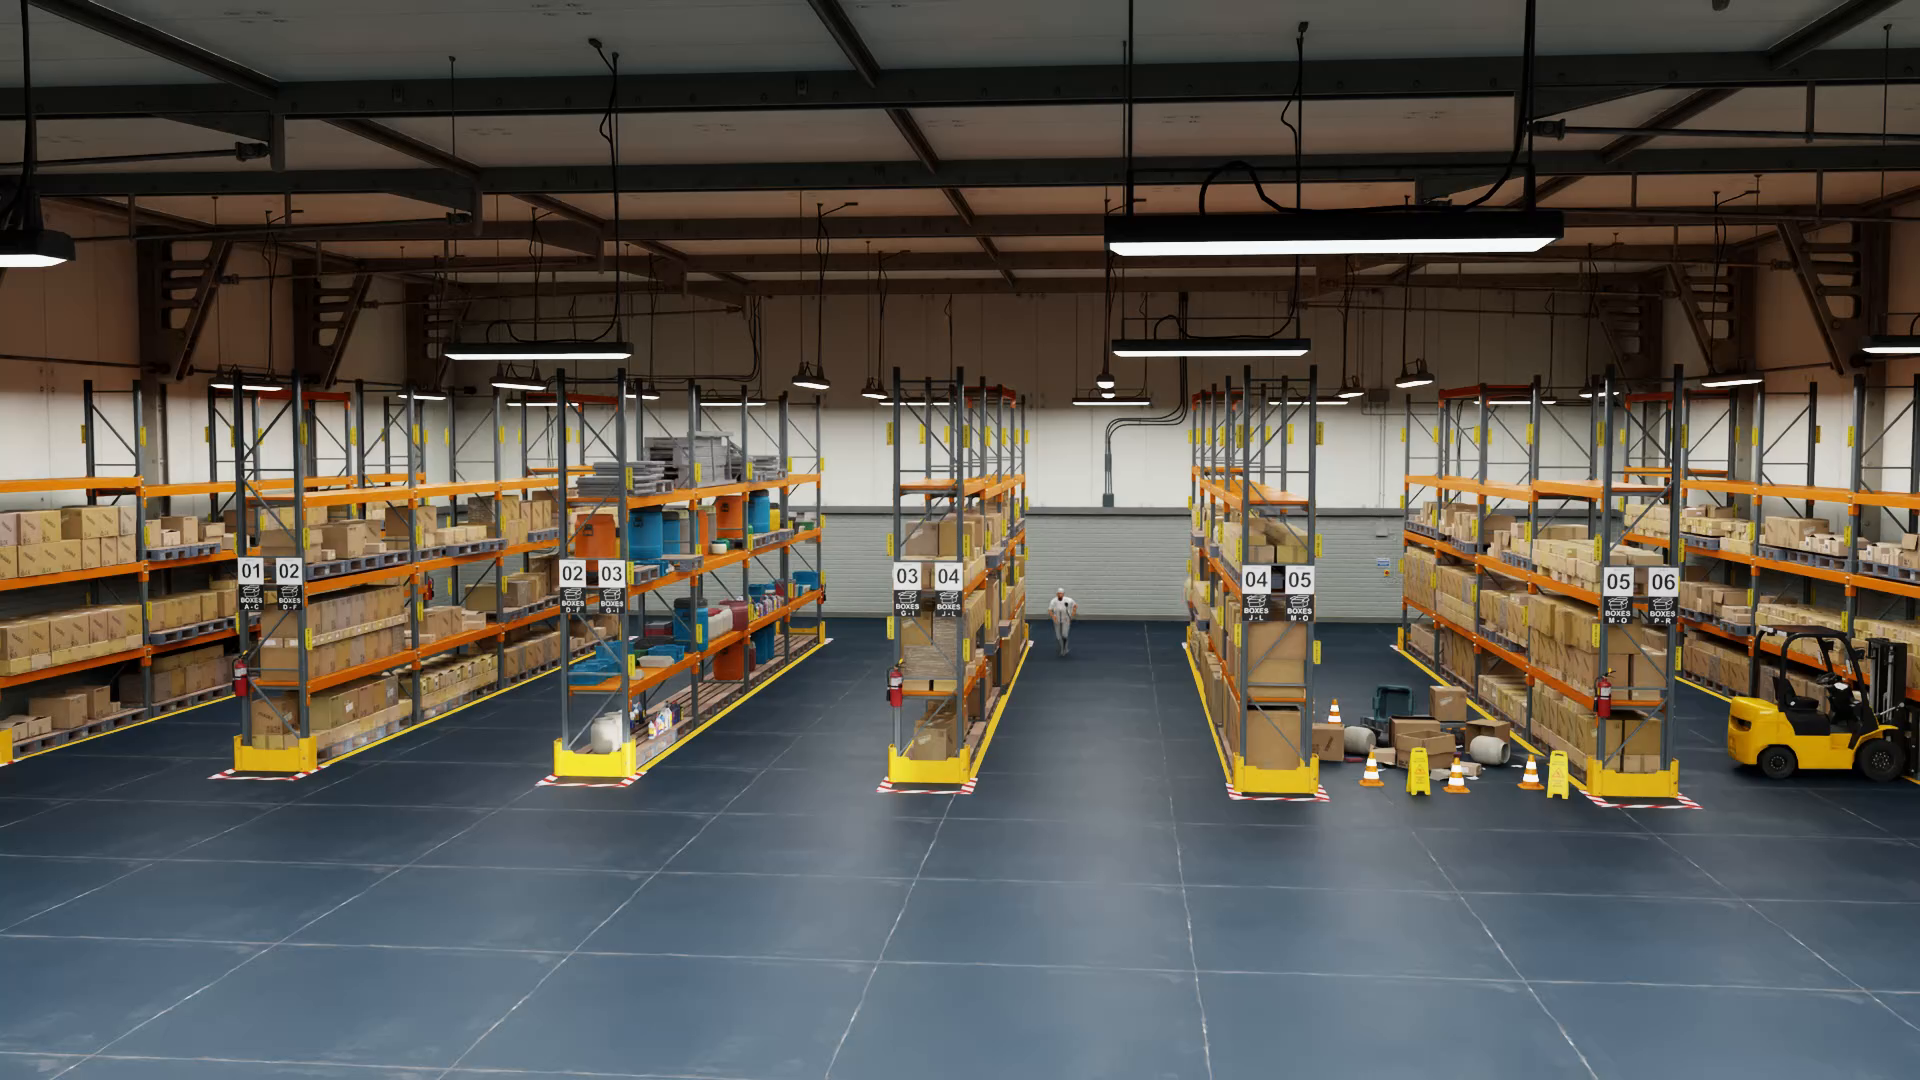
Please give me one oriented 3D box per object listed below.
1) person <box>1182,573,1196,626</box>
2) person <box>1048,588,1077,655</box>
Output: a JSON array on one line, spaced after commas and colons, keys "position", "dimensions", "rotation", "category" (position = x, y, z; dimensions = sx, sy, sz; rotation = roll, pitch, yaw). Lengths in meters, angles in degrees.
[{"position": [5.978, 1.527, 42.786], "dimensions": [0.486, 1.612, 1.081], "rotation": [2, 4, 25], "category": "person"}, {"position": [2.346, 1.865, 37.882], "dimensions": [0.636, 1.572, 0.750], "rotation": [1, 4, 14], "category": "person"}]
